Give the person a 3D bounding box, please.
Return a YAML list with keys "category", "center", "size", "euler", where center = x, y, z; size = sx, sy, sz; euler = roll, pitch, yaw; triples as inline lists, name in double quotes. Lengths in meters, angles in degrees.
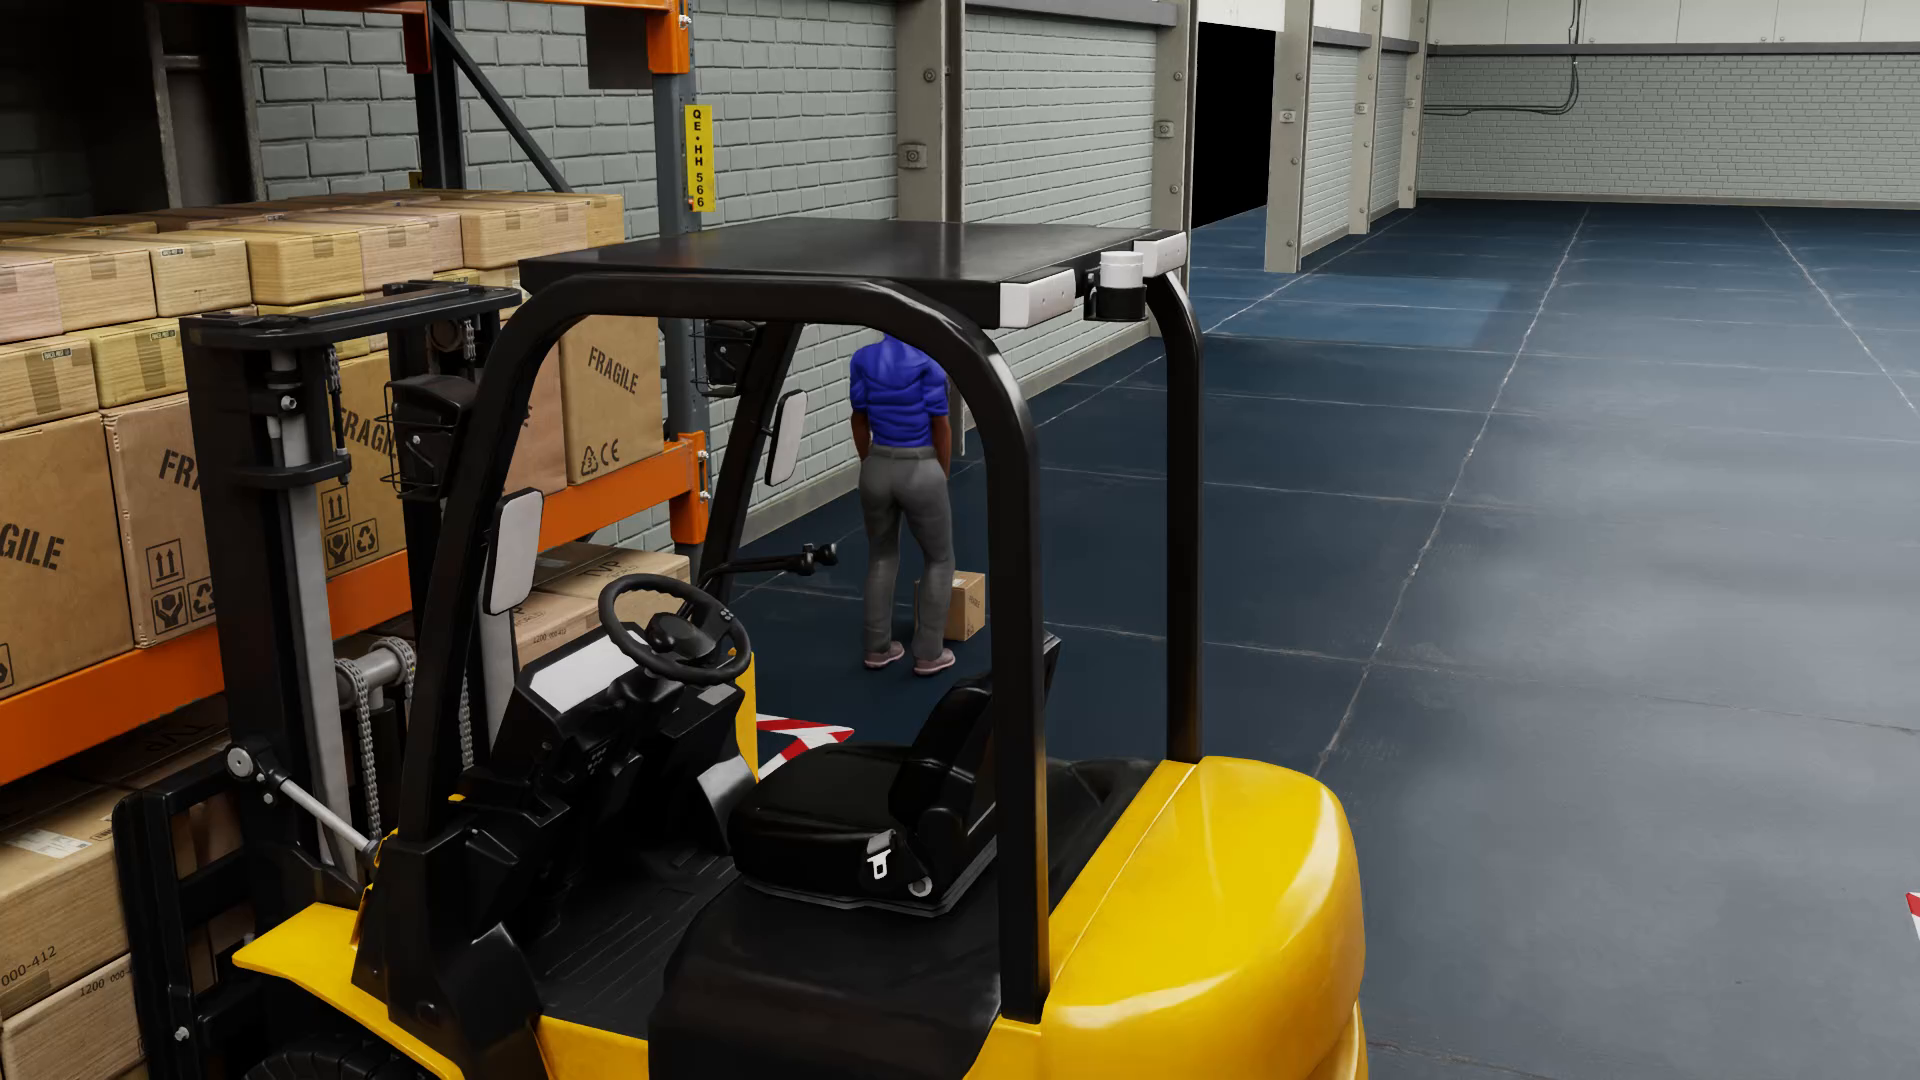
- category: "person"
  center: [-0.249, -0.238, 6.990]
  size: [0.453, 1.618, 0.367]
  euler: [6, 17, 22]
